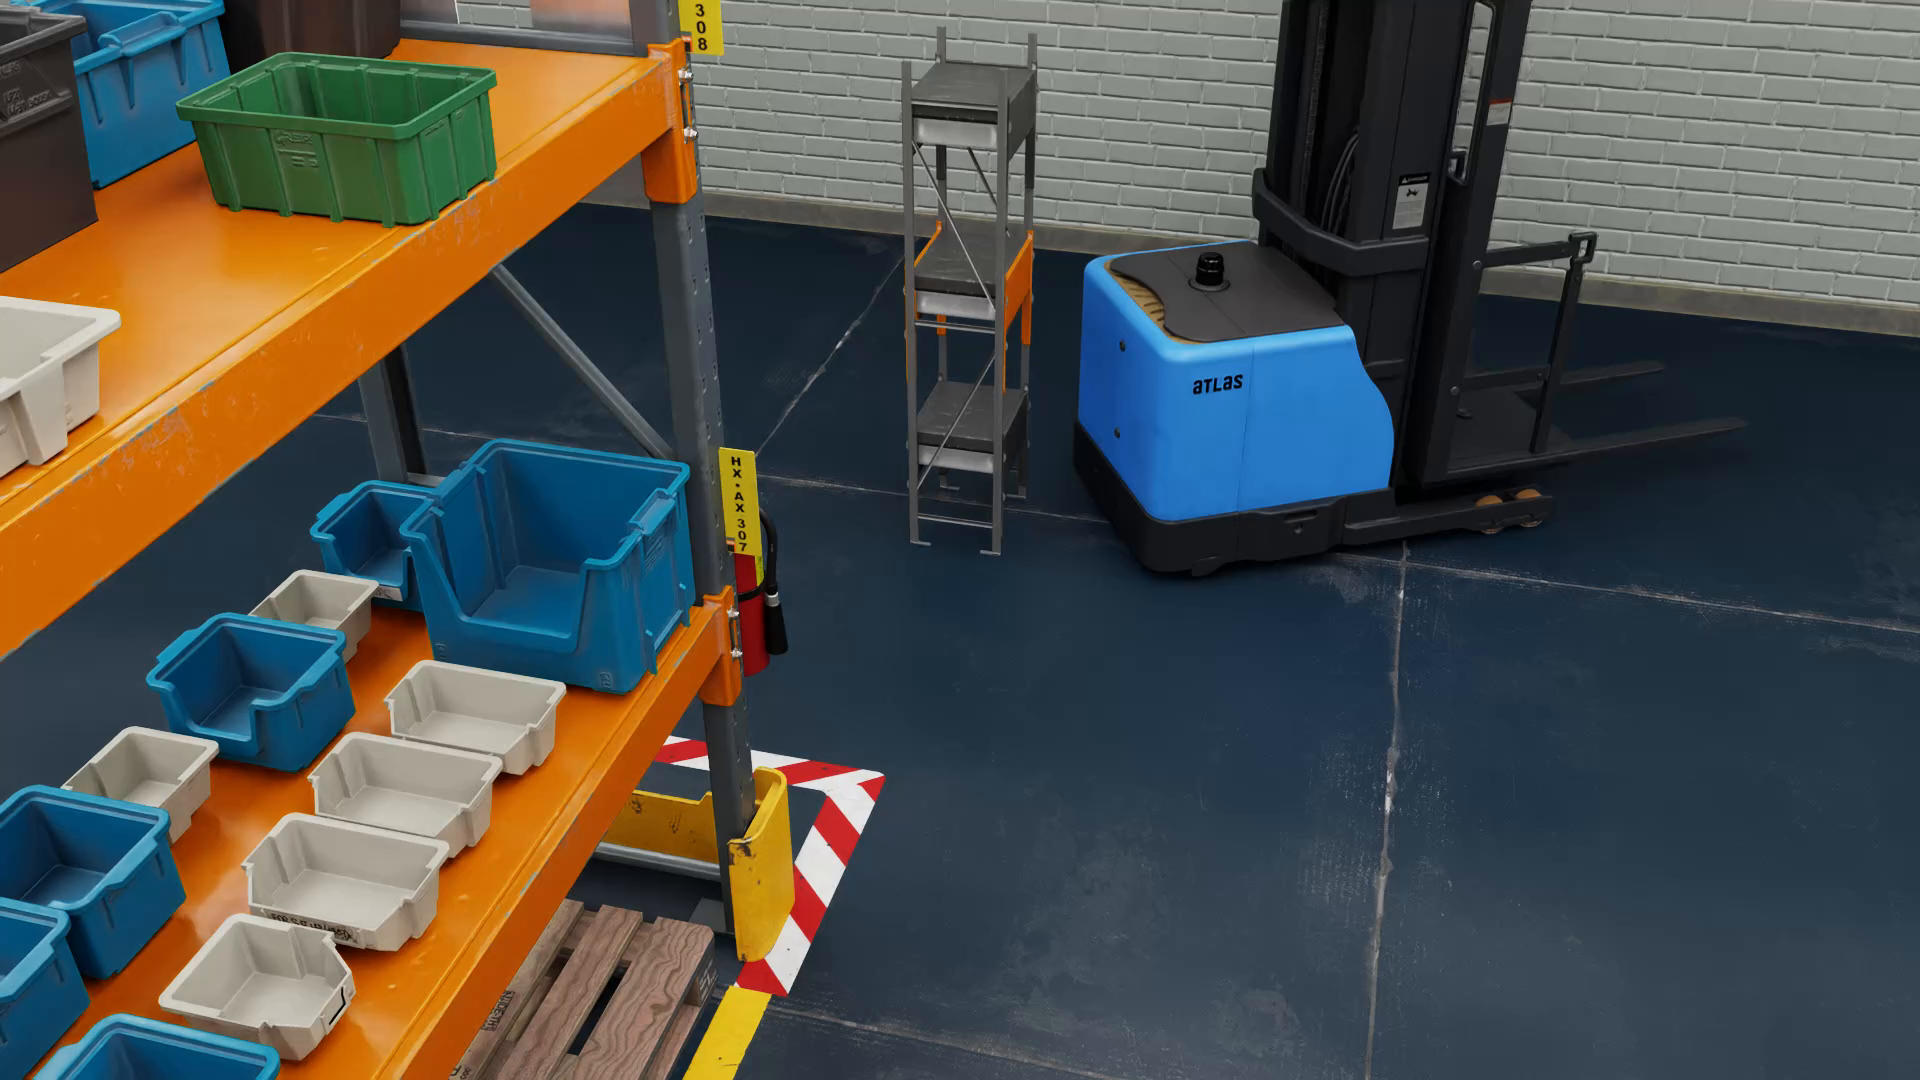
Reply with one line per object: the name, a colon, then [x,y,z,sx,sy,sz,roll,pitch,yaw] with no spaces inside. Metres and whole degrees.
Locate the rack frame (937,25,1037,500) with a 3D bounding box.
rack frame: [0.104,-1.099,7.021,0.400,2.100,0.015,8,33,12]

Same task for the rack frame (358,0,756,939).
rack frame: [-1.125,-0.097,4.607,1.000,3.000,0.127,8,33,12]

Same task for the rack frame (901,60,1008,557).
rack frame: [-0.020,-0.845,6.623,0.400,2.100,0.015,8,33,12]

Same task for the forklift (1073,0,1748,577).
forklift: [2.096,-1.526,6.918,3.031,2.935,1.130,-9,34,-14]

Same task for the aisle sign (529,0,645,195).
aisle sign: [-0.823,-1.192,3.906,0.394,0.787,0.004,8,33,12]

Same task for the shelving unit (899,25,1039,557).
shelving unit: [0.042,-0.972,6.822,0.431,2.100,0.503,8,33,12]

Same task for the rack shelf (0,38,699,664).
rack shelf: [-1.632,-0.022,2.363,1.077,0.370,4.000,8,33,12]

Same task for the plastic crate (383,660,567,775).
plastic crate: [-1.157,0.437,3.957,0.396,0.136,0.243,8,33,12]

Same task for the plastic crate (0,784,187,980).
plastic crate: [-1.840,0.715,3.430,0.416,0.233,0.300,8,33,12]

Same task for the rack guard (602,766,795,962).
rack guard: [-1.131,0.943,5.300,1.175,0.500,0.348,8,33,12]

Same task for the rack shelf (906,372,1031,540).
rack shelf: [0.042,-0.370,7.205,0.431,0.518,0.480,8,33,12]

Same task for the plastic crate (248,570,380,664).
plastic crate: [-1.667,0.227,4.287,0.250,0.136,0.298,8,33,12]

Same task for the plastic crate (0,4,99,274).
plastic crate: [-1.778,-0.582,2.631,0.504,0.338,0.767,8,33,12]

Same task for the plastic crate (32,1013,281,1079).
plastic crate: [-1.398,1.049,2.905,0.416,0.233,0.300,8,33,12]

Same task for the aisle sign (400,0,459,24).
aisle sign: [-1.394,-1.272,4.032,0.394,0.787,0.004,8,33,12]

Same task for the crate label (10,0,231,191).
crate label: [-1.671,-0.866,3.158,0.408,0.251,0.502,8,33,12]

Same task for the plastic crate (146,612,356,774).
plastic crate: [-1.673,0.373,3.967,0.416,0.233,0.300,8,33,12]

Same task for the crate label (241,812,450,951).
crate label: [-1.291,0.733,3.491,0.396,0.136,0.243,8,33,12]

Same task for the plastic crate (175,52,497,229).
plastic crate: [-1.099,-0.723,2.993,0.450,0.188,0.336,8,33,12]

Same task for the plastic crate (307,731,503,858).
plastic crate: [-1.244,0.585,3.724,0.396,0.136,0.243,8,33,12]

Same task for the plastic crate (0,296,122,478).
plastic crate: [-1.409,-0.146,2.133,0.437,0.136,0.530,8,33,12]

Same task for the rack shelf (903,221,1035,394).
rack shelf: [0.042,-0.961,6.829,0.431,0.518,0.480,8,33,12]

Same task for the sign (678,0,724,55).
sign: [-0.588,-1.252,3.726,0.100,0.325,0.005,8,33,12]

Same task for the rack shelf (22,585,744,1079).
rack shelf: [-1.632,1.244,3.167,1.077,0.370,4.000,8,33,12]

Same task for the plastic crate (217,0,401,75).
plastic crate: [-1.492,-1.146,3.583,0.497,0.269,0.590,8,33,12]

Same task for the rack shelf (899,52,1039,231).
rack shelf: [0.042,-1.551,6.454,0.431,0.518,0.480,8,33,12]

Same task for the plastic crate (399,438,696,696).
plastic crate: [-1.029,0.062,4.268,0.616,0.435,0.499,8,33,12]

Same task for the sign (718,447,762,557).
sign: [-0.588,-0.100,4.459,0.100,0.325,0.005,8,33,12]

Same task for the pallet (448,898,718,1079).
pallet: [-1.372,1.502,4.690,1.003,0.211,1.213,8,33,12]

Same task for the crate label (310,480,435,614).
crate label: [-1.506,0.031,4.505,0.416,0.233,0.303,8,33,12]

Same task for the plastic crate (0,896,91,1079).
plastic crate: [-1.916,0.870,3.185,0.416,0.233,0.300,8,33,12]

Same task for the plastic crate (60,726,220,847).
plastic crate: [-1.839,0.579,3.733,0.250,0.136,0.298,8,33,12]

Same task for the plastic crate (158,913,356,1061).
plastic crate: [-1.348,0.889,3.246,0.298,0.136,0.250,8,33,12]

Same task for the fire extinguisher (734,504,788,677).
fire extinguisher: [-0.647,0.076,4.754,0.296,0.674,0.183,8,33,12]
